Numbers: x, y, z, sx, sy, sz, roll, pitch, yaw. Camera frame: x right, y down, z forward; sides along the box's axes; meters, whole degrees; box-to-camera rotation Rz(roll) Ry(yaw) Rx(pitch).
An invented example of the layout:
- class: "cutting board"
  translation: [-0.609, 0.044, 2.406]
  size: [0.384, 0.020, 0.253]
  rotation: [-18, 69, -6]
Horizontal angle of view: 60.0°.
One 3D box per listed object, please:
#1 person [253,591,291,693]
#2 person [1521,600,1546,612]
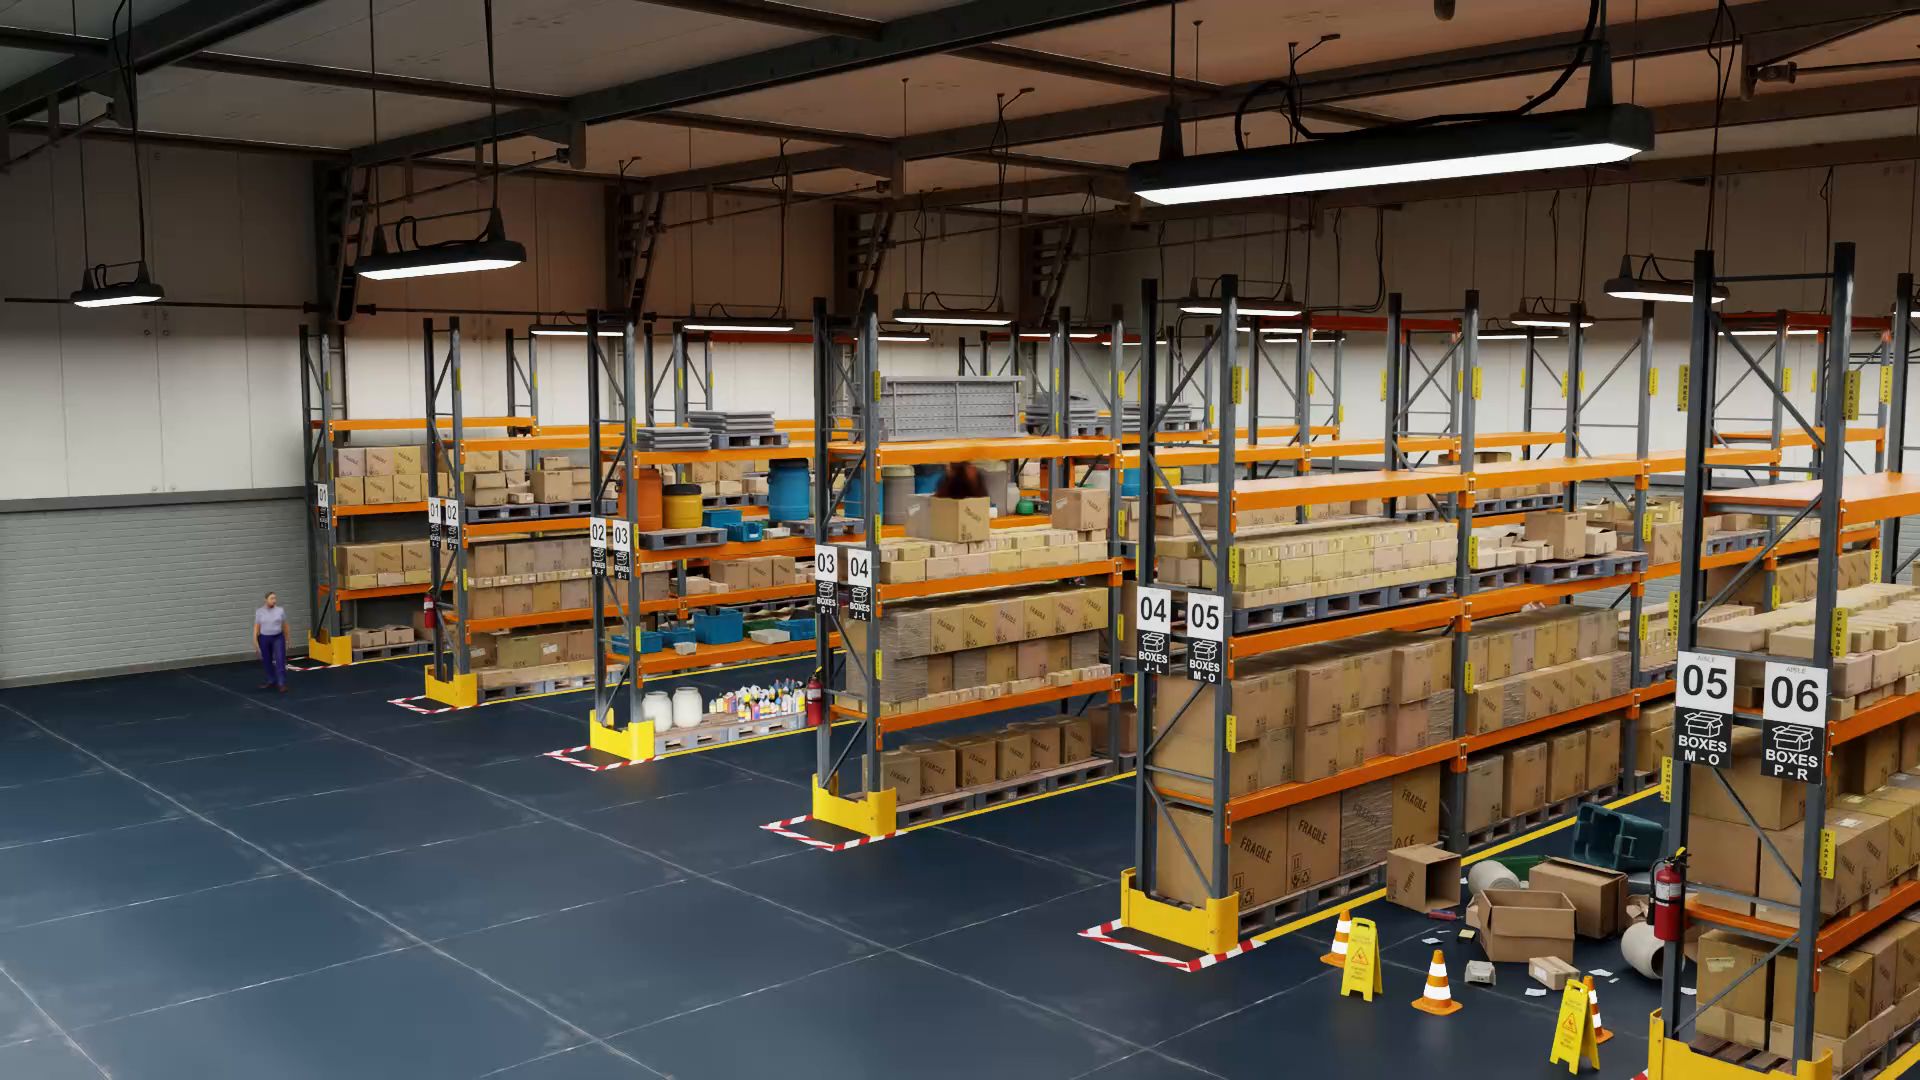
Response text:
- class: "person"
  translation: [-11.160, 1.640, 26.981]
  size: [0.536, 1.627, 0.614]
  rotation: [-1, 6, -12]
- class: "person"
  translation: [9.102, 1.624, 26.332]
  size: [0.624, 1.818, 0.378]
  rotation: [-3, 7, -28]
